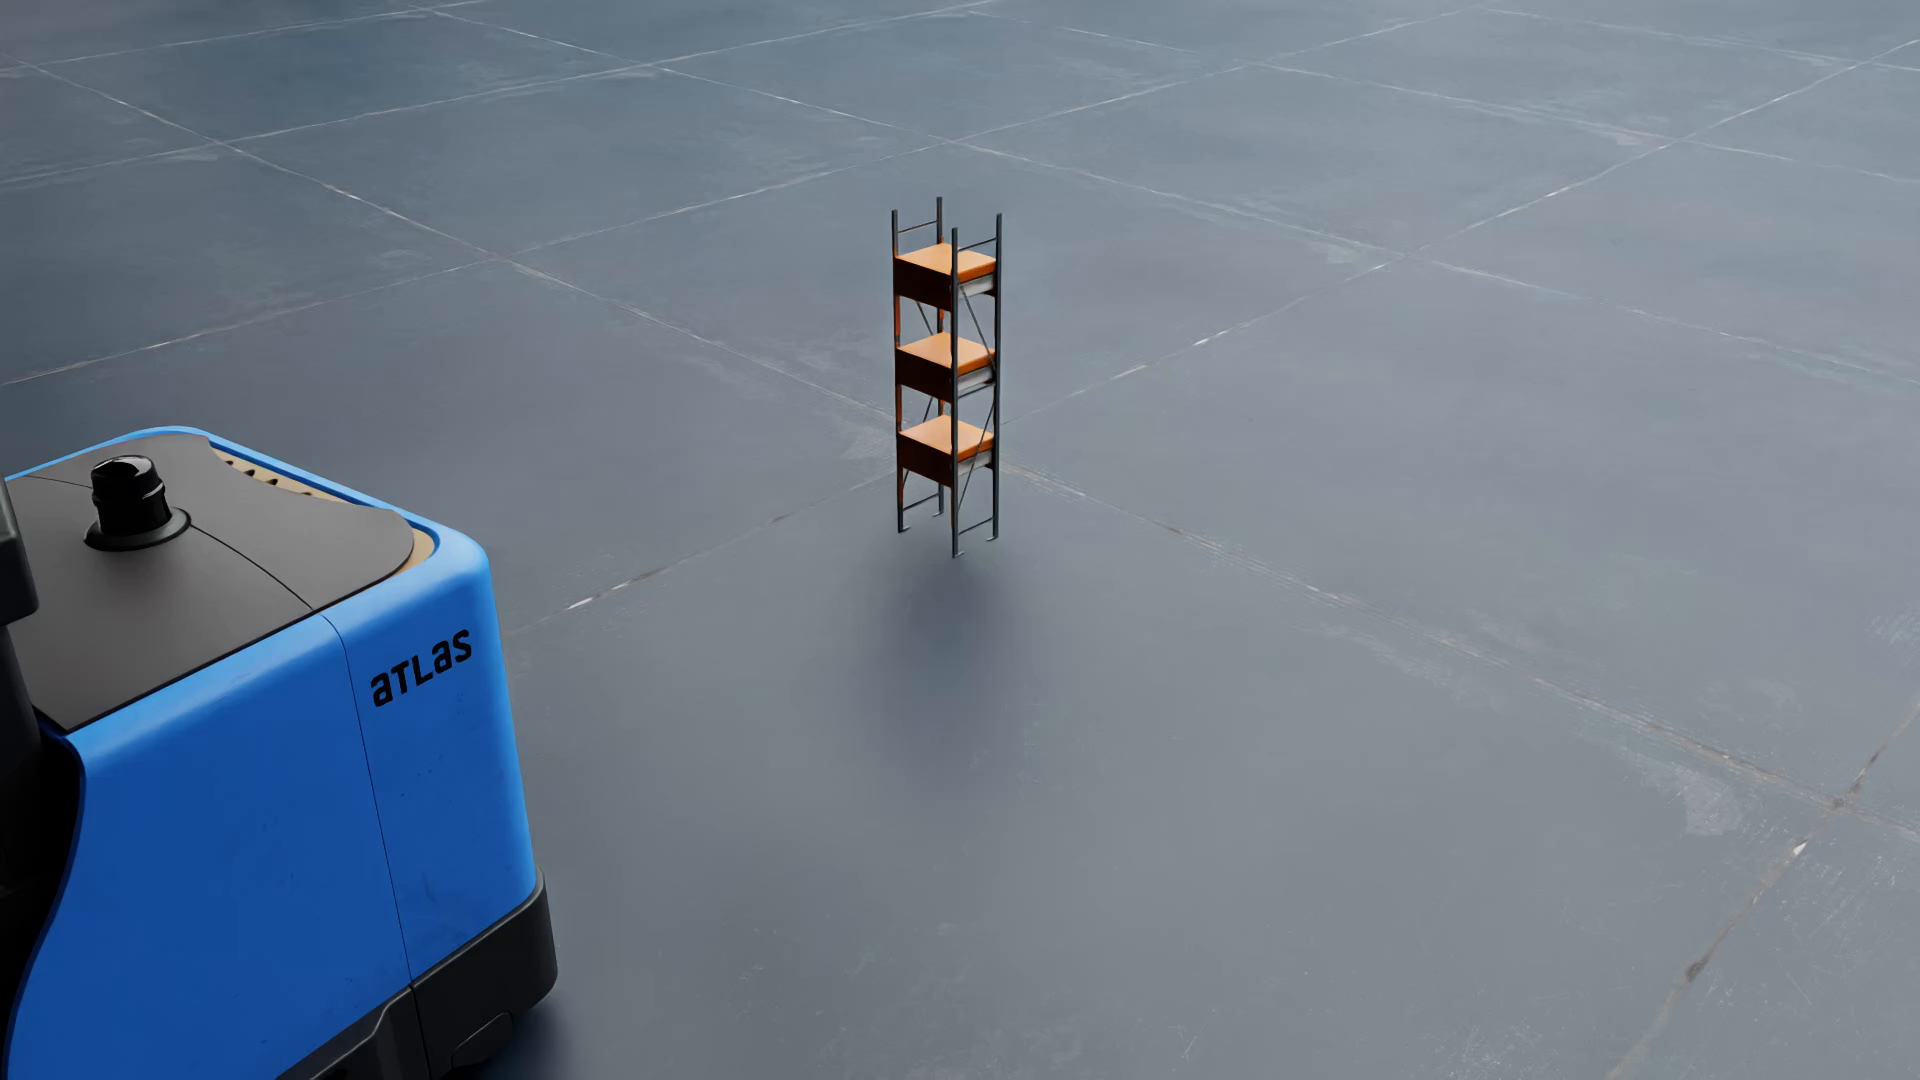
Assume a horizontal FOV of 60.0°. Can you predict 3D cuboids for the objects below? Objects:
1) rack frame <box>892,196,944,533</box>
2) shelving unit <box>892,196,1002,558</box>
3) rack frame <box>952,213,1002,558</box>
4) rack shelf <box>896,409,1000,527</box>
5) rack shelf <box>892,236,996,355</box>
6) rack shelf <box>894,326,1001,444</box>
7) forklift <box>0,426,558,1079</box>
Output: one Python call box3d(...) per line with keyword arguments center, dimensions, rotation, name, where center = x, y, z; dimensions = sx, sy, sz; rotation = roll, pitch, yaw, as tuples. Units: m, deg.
box3d(center=(-0.125, -0.522, 5.115), dimensions=(0.008, 1.050, 0.200), rotation=(25, 36, 38), name="rack frame")
box3d(center=(-0.038, -0.482, 5.039), dimensions=(0.252, 1.050, 0.215), rotation=(25, 36, 38), name="shelving unit")
box3d(center=(0.049, -0.442, 4.963), dimensions=(0.008, 1.050, 0.200), rotation=(25, 36, 38), name="rack frame")
box3d(center=(-0.038, -0.227, 5.173), dimensions=(0.240, 0.259, 0.215), rotation=(25, 36, 38), name="rack shelf")
box3d(center=(-0.038, -0.724, 4.912), dimensions=(0.240, 0.259, 0.215), rotation=(25, 36, 38), name="rack shelf")
box3d(center=(-0.038, -0.473, 5.044), dimensions=(0.240, 0.259, 0.215), rotation=(25, 36, 38), name="rack shelf")
box3d(center=(-2.077, 0.088, 1.933), dimensions=(1.130, 2.935, 3.031), rotation=(18, 33, 30), name="forklift")
